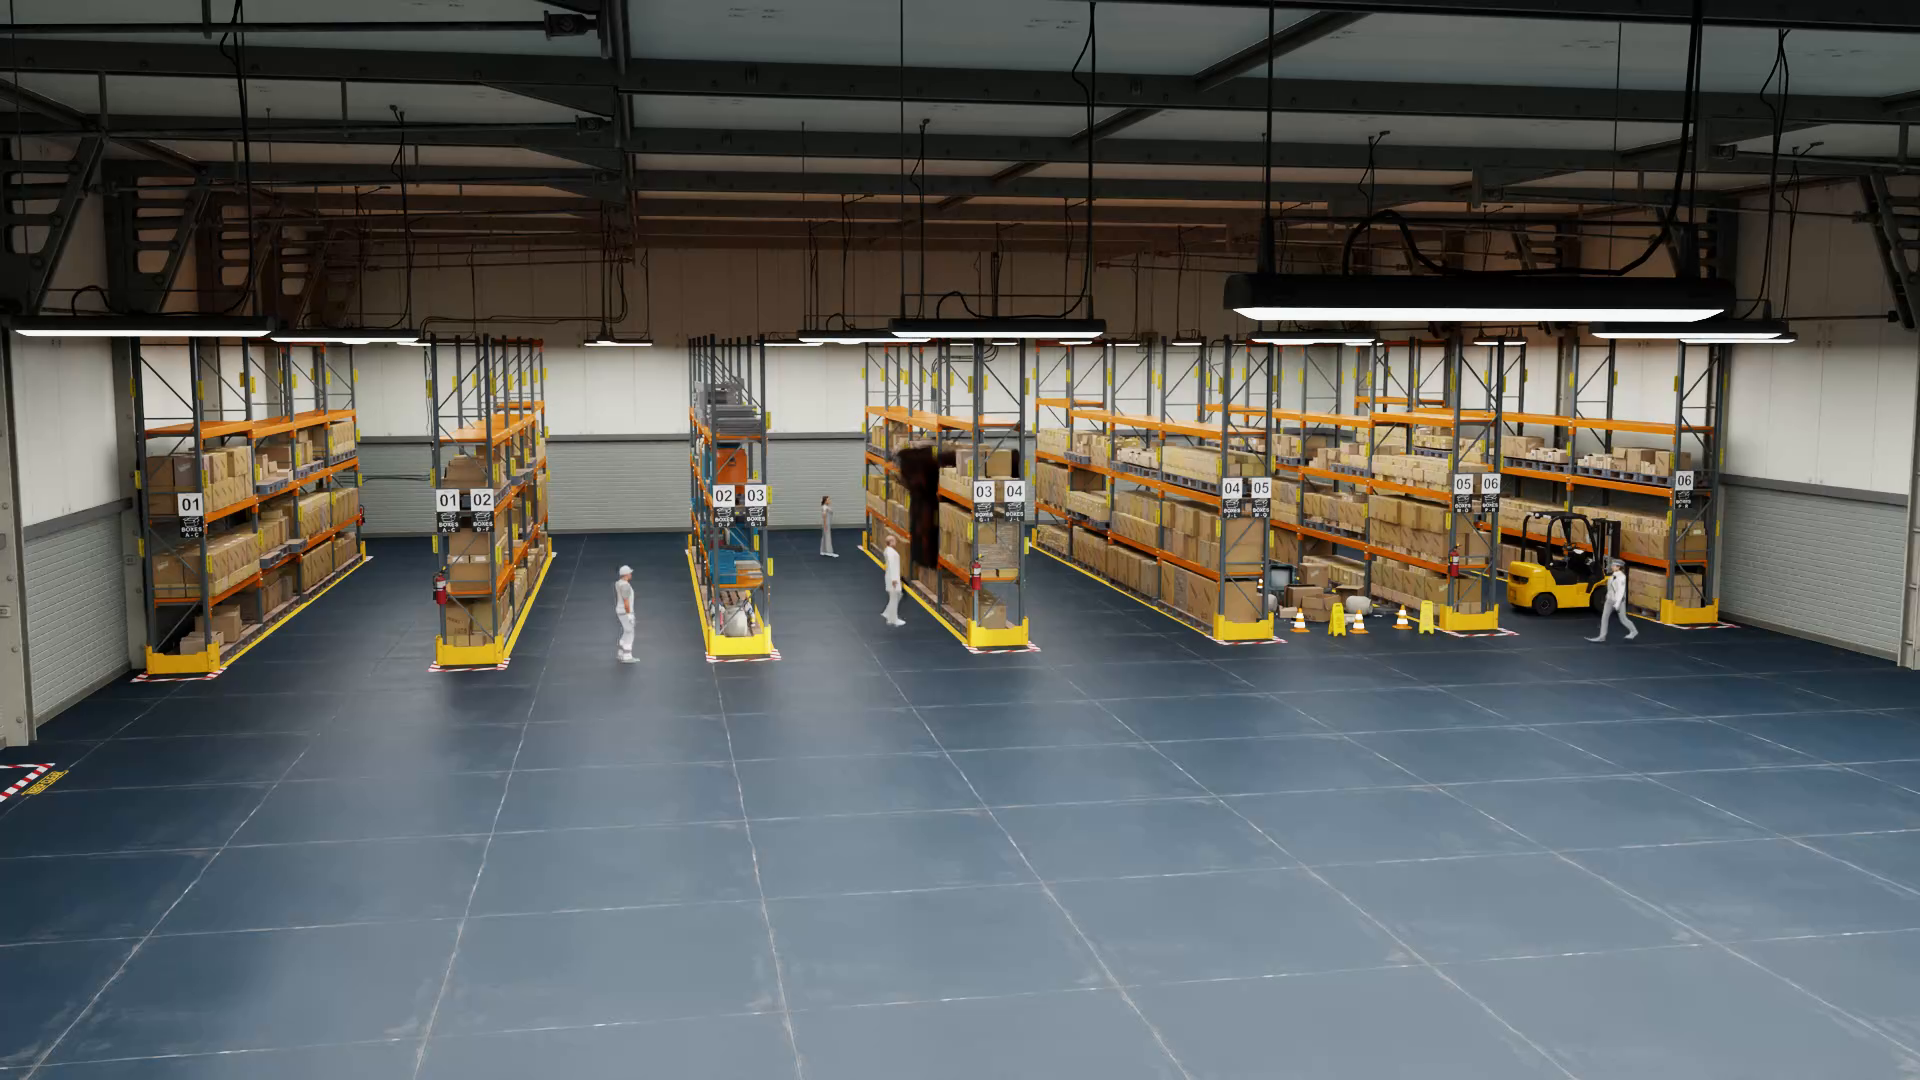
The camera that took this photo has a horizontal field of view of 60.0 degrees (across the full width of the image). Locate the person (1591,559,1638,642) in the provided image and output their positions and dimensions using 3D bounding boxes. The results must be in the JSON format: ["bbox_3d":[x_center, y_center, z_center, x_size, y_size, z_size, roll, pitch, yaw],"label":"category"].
[{"bbox_3d":[12.851,1.182,32.506,0.936,1.646,0.450,-3,7,-26],"label":"person"}]

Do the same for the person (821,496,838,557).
[{"bbox_3d":[-3.632,-0.392,46.163,0.513,1.686,0.465,1,7,5],"label":"person"}]

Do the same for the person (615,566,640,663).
[{"bbox_3d":[-6.111,1.375,30.500,0.439,1.819,0.616,-1,7,-7],"label":"person"}]

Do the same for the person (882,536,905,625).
[{"bbox_3d":[-1.334,0.807,33.423,0.445,1.796,0.653,-1,7,-5],"label":"person"}]
